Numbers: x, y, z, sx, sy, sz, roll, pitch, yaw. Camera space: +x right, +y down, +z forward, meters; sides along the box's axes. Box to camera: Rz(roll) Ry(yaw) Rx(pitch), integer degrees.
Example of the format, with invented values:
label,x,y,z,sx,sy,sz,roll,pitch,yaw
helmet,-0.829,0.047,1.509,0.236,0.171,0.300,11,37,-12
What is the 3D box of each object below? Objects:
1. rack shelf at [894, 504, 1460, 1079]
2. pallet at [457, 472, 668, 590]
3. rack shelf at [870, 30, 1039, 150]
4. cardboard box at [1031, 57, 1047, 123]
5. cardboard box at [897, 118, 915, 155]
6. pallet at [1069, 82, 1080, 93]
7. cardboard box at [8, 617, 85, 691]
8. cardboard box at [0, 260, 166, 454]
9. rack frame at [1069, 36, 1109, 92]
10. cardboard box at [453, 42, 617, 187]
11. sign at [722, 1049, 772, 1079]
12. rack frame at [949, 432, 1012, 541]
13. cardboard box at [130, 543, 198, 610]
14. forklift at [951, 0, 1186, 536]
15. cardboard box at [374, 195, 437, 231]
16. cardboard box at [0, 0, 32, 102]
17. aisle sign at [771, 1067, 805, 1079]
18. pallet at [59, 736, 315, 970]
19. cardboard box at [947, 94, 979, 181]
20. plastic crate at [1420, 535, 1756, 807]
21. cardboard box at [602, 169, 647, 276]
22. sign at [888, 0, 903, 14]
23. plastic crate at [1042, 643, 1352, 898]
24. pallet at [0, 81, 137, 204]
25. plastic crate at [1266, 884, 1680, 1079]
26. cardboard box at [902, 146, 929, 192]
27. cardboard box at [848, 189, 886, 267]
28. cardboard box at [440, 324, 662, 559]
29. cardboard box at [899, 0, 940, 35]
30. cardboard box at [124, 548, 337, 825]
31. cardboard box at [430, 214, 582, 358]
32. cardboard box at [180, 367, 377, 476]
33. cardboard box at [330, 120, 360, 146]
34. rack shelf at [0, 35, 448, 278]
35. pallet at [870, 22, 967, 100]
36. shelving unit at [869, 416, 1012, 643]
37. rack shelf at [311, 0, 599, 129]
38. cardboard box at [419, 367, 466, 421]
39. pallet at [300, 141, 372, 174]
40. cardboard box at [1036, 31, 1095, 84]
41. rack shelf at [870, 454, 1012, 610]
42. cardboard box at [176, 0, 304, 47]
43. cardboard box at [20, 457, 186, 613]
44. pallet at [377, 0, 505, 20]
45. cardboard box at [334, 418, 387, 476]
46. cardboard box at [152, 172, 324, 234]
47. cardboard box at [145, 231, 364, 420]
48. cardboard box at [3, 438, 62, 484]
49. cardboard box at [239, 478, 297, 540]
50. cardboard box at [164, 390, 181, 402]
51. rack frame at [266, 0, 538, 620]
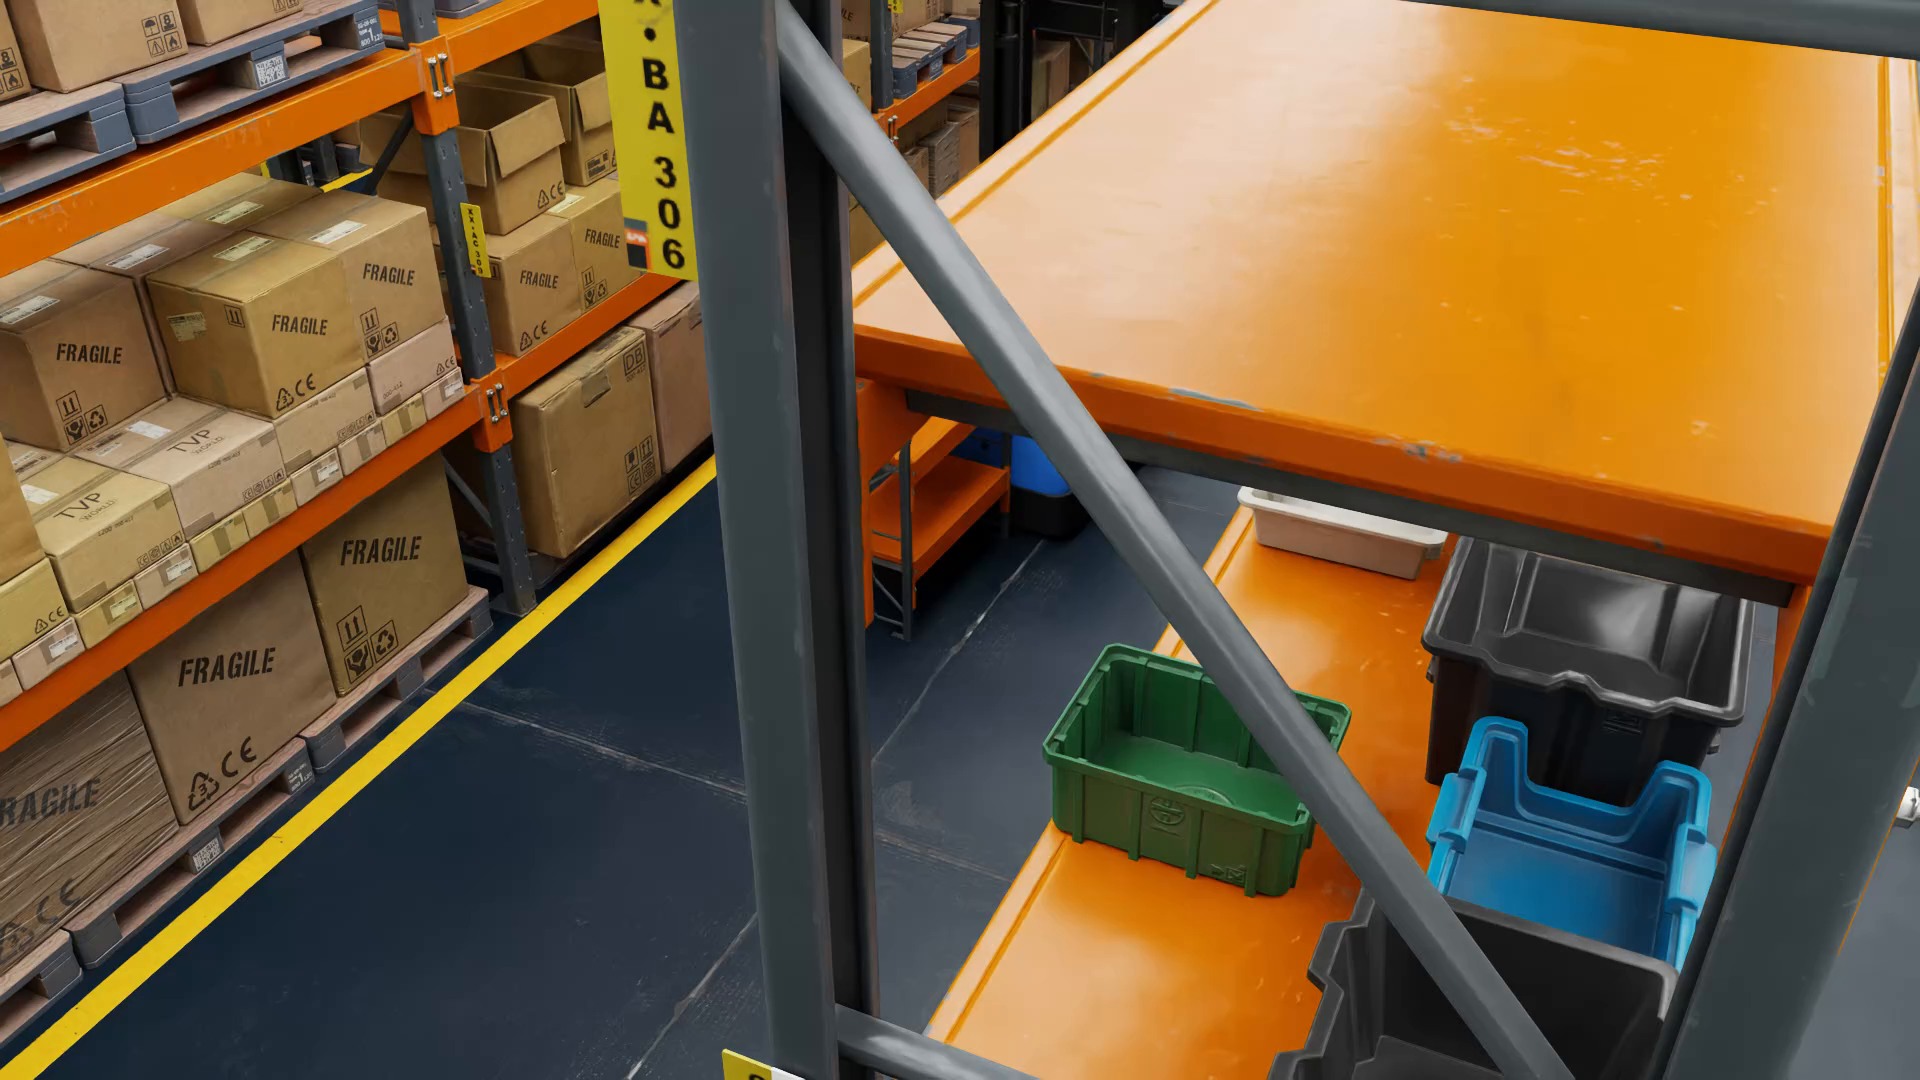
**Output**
label,x,y,z,sx,sy,sz,roll,pitch,yaw
rack shelf,1.089,0.169,3.677,1.077,0.370,4.000,14,36,20
pallet,-2.319,-0.245,8.931,1.003,0.211,1.213,14,36,20
rack shelf,-0.063,-3.697,12.309,1.077,0.370,4.000,14,36,20
cardboard box,0.281,-3.598,13.381,0.700,0.500,0.500,14,36,20
cardboard box,-0.647,-2.795,11.471,0.500,0.250,0.500,16,36,22
pallet,1.023,-4.170,14.918,1.003,0.211,1.213,14,36,20
cardboard box,-3.263,0.346,5.716,0.380,0.149,0.250,14,36,20
cardboard box,-3.432,-0.701,6.266,0.500,0.500,0.500,13,35,19
rack frame,0.774,-4.994,13.631,1.000,3.000,0.127,14,36,20
cardboard box,-2.016,-2.130,8.257,0.797,0.503,0.637,15,36,21
sign,-0.254,0.790,2.169,0.100,0.325,0.005,14,36,20
rack frame,0.037,-0.540,8.547,0.500,1.125,0.032,17,37,23
cardboard box,-3.048,0.089,6.108,0.380,0.149,0.250,15,36,21
forklift,0.798,-2.032,9.177,1.130,2.935,3.031,17,37,23
cardboard box,-2.625,-1.347,7.977,0.500,0.500,0.500,14,36,21
cardboard box,-3.423,-1.625,5.192,0.700,0.500,0.500,16,36,23
aisle sign,-0.044,1.000,2.118,0.394,0.787,0.004,14,36,20
pallet,-3.471,1.127,6.839,1.003,0.211,1.213,14,36,20
cardboard box,-0.186,-3.042,12.532,0.700,0.500,0.500,17,37,24
plastic crate,1.141,0.193,3.042,0.504,0.338,0.767,14,36,20
cardboard box,-1.734,-1.723,8.551,0.500,0.500,0.500,13,36,19
sign,-0.394,-3.360,10.083,0.100,0.325,0.005,14,36,20
plastic crate,0.405,0.396,2.868,0.450,0.188,0.336,14,36,20
pallet,-3.437,-1.216,5.215,1.003,0.211,1.213,14,36,20
plastic crate,0.666,0.791,2.191,0.497,0.269,0.590,14,36,20
cardboard box,-0.637,-2.479,11.673,0.700,0.500,0.500,12,35,18
cardboard box,-1.207,-1.950,10.543,1.225,0.875,0.875,13,35,18
cardboard box,-2.324,-0.620,8.515,1.225,0.875,0.875,14,36,21
cardboard box,-0.567,-3.798,11.333,0.700,0.500,0.500,20,38,27
cardboard box,-3.298,0.462,6.865,0.875,0.875,0.875,14,36,20
cardboard box,-2.154,-1.223,7.789,0.500,0.500,0.500,14,36,21
cardboard box,-2.734,-0.533,6.693,0.500,0.250,0.500,15,36,22
cardboard box,-5.026,-3.707,13.337,1.050,0.750,0.750,14,36,20
rack shelf,-3.410,-0.967,5.410,1.077,0.370,4.000,14,36,20
pallet,-0.698,-3.301,11.223,1.213,0.211,1.003,14,36,20
shelving unit,-0.205,-0.294,8.173,0.538,1.125,1.048,17,37,23
rack shelf,-1.736,-2.959,8.448,1.077,0.370,4.000,14,36,20
cardboard box,-2.403,-0.678,7.277,0.380,0.149,0.250,14,36,21
pallet,-4.964,-3.399,13.741,1.003,0.211,1.213,14,36,20
cardboard box,0.978,-4.314,14.491,0.500,0.500,0.500,13,35,19
rack shelf,-0.205,-0.090,8.307,0.538,0.278,1.000,17,37,23
cardboard box,-2.846,-2.120,5.946,0.700,0.500,0.500,12,35,18
cardboard box,-3.162,-0.027,5.921,0.500,0.250,0.500,13,36,20
pallet,-2.234,-2.652,7.498,0.805,0.209,1.217,13,35,19
cardboard box,-2.618,-0.421,6.886,0.380,0.149,0.250,14,36,20
cardboard box,-3.006,-1.205,7.034,0.500,0.500,0.500,14,36,20
cardboard box,-2.736,-0.846,6.486,0.500,0.500,0.500,15,36,21
cardboard box,-3.645,-0.148,6.105,0.500,0.250,0.500,14,36,21
cardboard box,-2.833,-0.165,6.495,0.380,0.149,0.250,15,36,21
cardboard box,-3.220,-0.651,6.872,0.500,0.250,0.500,14,36,20
rack frame,-2.573,-1.010,7.554,1.000,3.000,0.127,14,36,20
